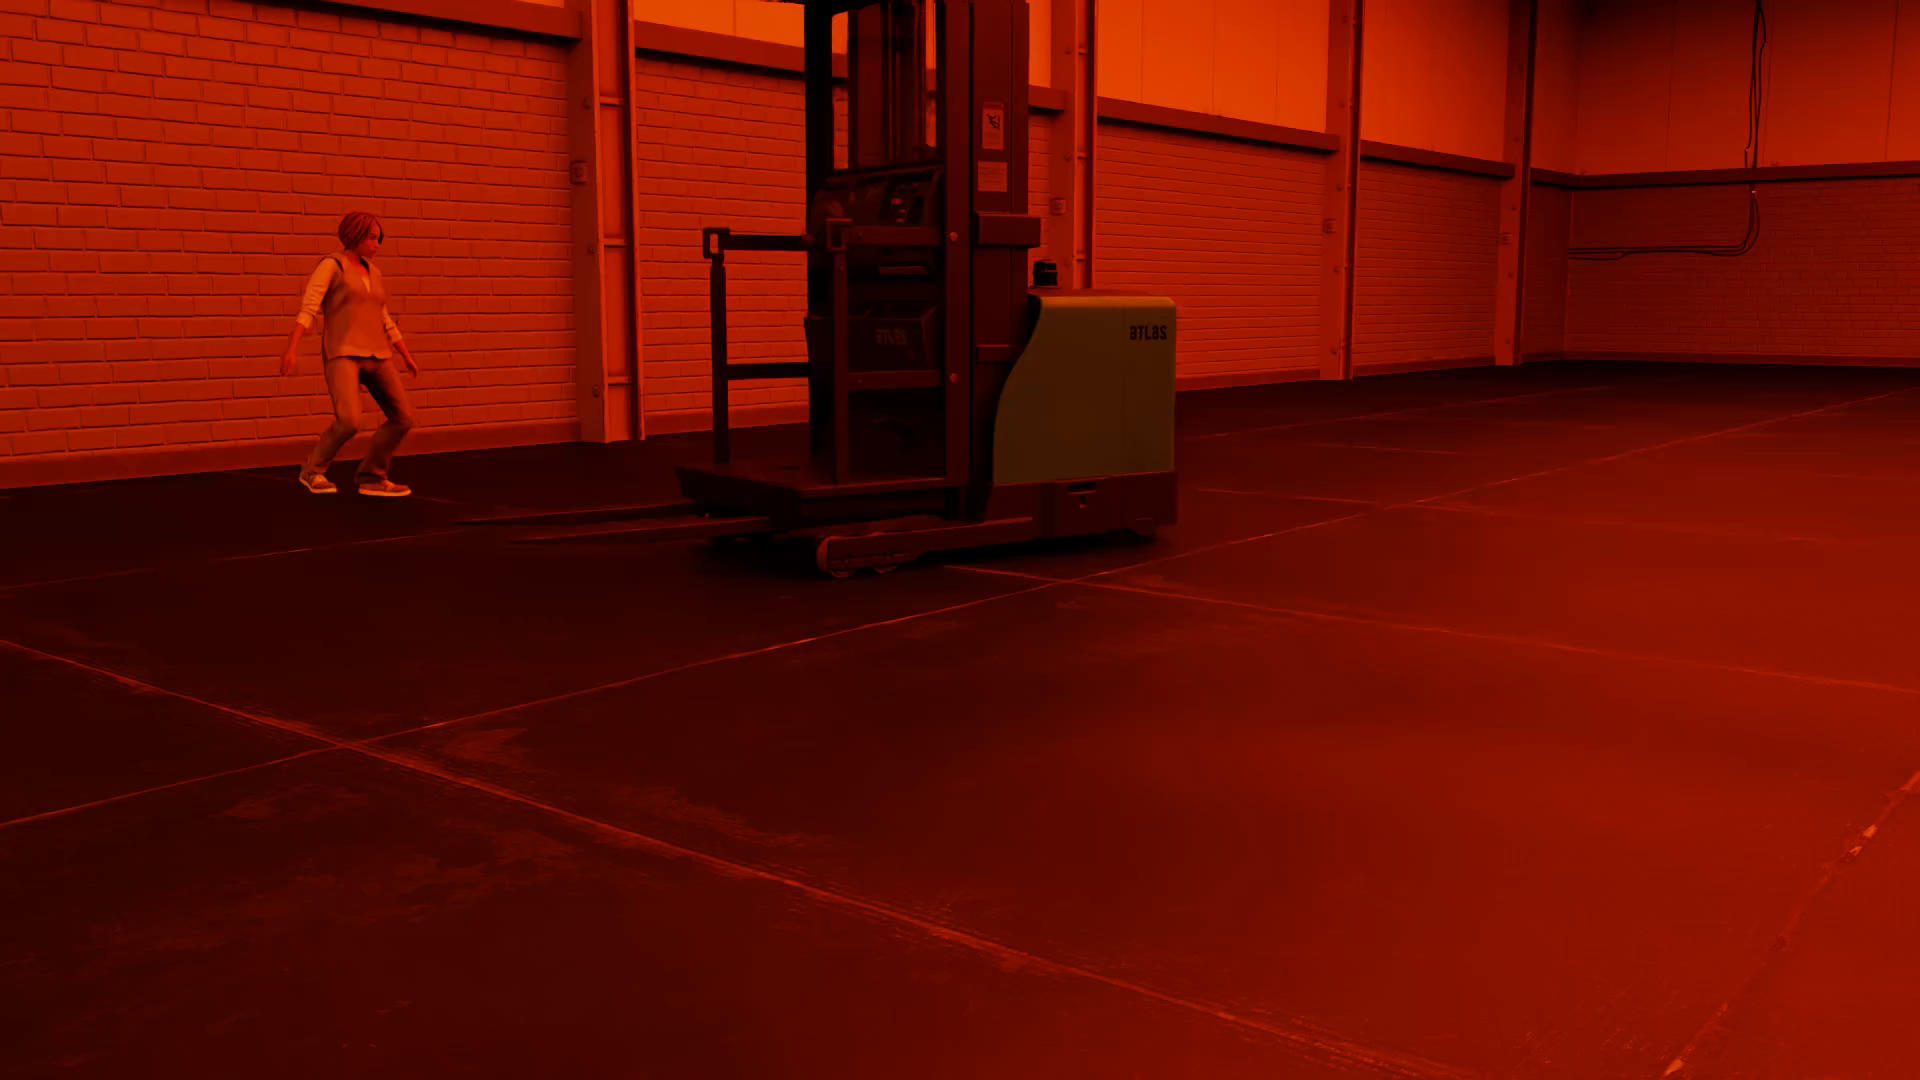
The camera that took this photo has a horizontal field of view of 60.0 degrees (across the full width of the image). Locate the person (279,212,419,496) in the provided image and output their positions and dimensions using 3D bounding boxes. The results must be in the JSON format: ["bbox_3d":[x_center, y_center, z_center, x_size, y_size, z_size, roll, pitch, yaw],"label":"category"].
[{"bbox_3d":[-3.181,-0.944,8.687,0.452,1.511,0.754,5,10,31],"label":"person"}]

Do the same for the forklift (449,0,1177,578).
[{"bbox_3d":[-0.530,-1.390,6.781,3.031,2.935,1.130,-6,10,-35],"label":"forklift"}]
